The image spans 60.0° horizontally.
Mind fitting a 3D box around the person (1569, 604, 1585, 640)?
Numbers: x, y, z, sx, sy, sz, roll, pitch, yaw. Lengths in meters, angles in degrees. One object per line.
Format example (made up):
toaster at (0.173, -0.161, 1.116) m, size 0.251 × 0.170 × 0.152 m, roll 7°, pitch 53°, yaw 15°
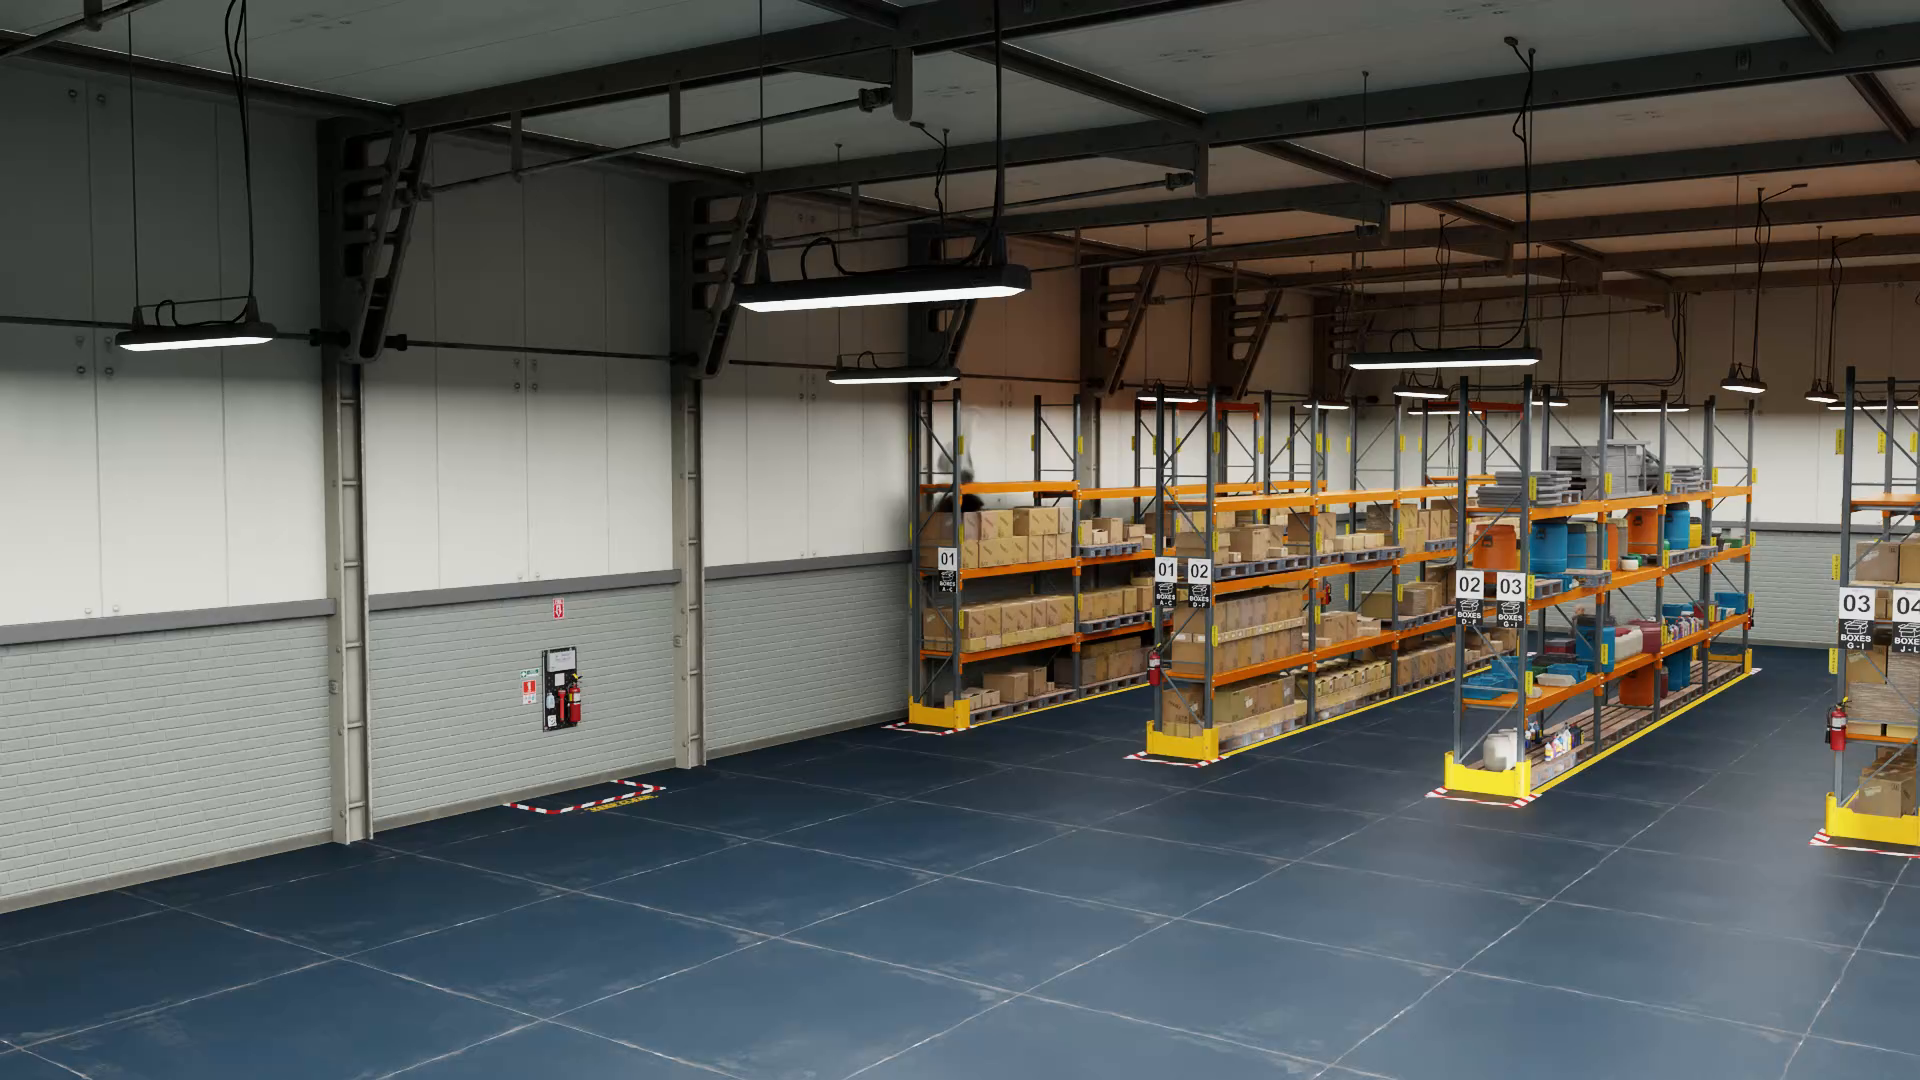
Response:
person at (12.578, 2.193, 33.663) m, size 0.991 × 1.797 × 0.695 m, roll -3°, pitch 4°, yaw -43°
